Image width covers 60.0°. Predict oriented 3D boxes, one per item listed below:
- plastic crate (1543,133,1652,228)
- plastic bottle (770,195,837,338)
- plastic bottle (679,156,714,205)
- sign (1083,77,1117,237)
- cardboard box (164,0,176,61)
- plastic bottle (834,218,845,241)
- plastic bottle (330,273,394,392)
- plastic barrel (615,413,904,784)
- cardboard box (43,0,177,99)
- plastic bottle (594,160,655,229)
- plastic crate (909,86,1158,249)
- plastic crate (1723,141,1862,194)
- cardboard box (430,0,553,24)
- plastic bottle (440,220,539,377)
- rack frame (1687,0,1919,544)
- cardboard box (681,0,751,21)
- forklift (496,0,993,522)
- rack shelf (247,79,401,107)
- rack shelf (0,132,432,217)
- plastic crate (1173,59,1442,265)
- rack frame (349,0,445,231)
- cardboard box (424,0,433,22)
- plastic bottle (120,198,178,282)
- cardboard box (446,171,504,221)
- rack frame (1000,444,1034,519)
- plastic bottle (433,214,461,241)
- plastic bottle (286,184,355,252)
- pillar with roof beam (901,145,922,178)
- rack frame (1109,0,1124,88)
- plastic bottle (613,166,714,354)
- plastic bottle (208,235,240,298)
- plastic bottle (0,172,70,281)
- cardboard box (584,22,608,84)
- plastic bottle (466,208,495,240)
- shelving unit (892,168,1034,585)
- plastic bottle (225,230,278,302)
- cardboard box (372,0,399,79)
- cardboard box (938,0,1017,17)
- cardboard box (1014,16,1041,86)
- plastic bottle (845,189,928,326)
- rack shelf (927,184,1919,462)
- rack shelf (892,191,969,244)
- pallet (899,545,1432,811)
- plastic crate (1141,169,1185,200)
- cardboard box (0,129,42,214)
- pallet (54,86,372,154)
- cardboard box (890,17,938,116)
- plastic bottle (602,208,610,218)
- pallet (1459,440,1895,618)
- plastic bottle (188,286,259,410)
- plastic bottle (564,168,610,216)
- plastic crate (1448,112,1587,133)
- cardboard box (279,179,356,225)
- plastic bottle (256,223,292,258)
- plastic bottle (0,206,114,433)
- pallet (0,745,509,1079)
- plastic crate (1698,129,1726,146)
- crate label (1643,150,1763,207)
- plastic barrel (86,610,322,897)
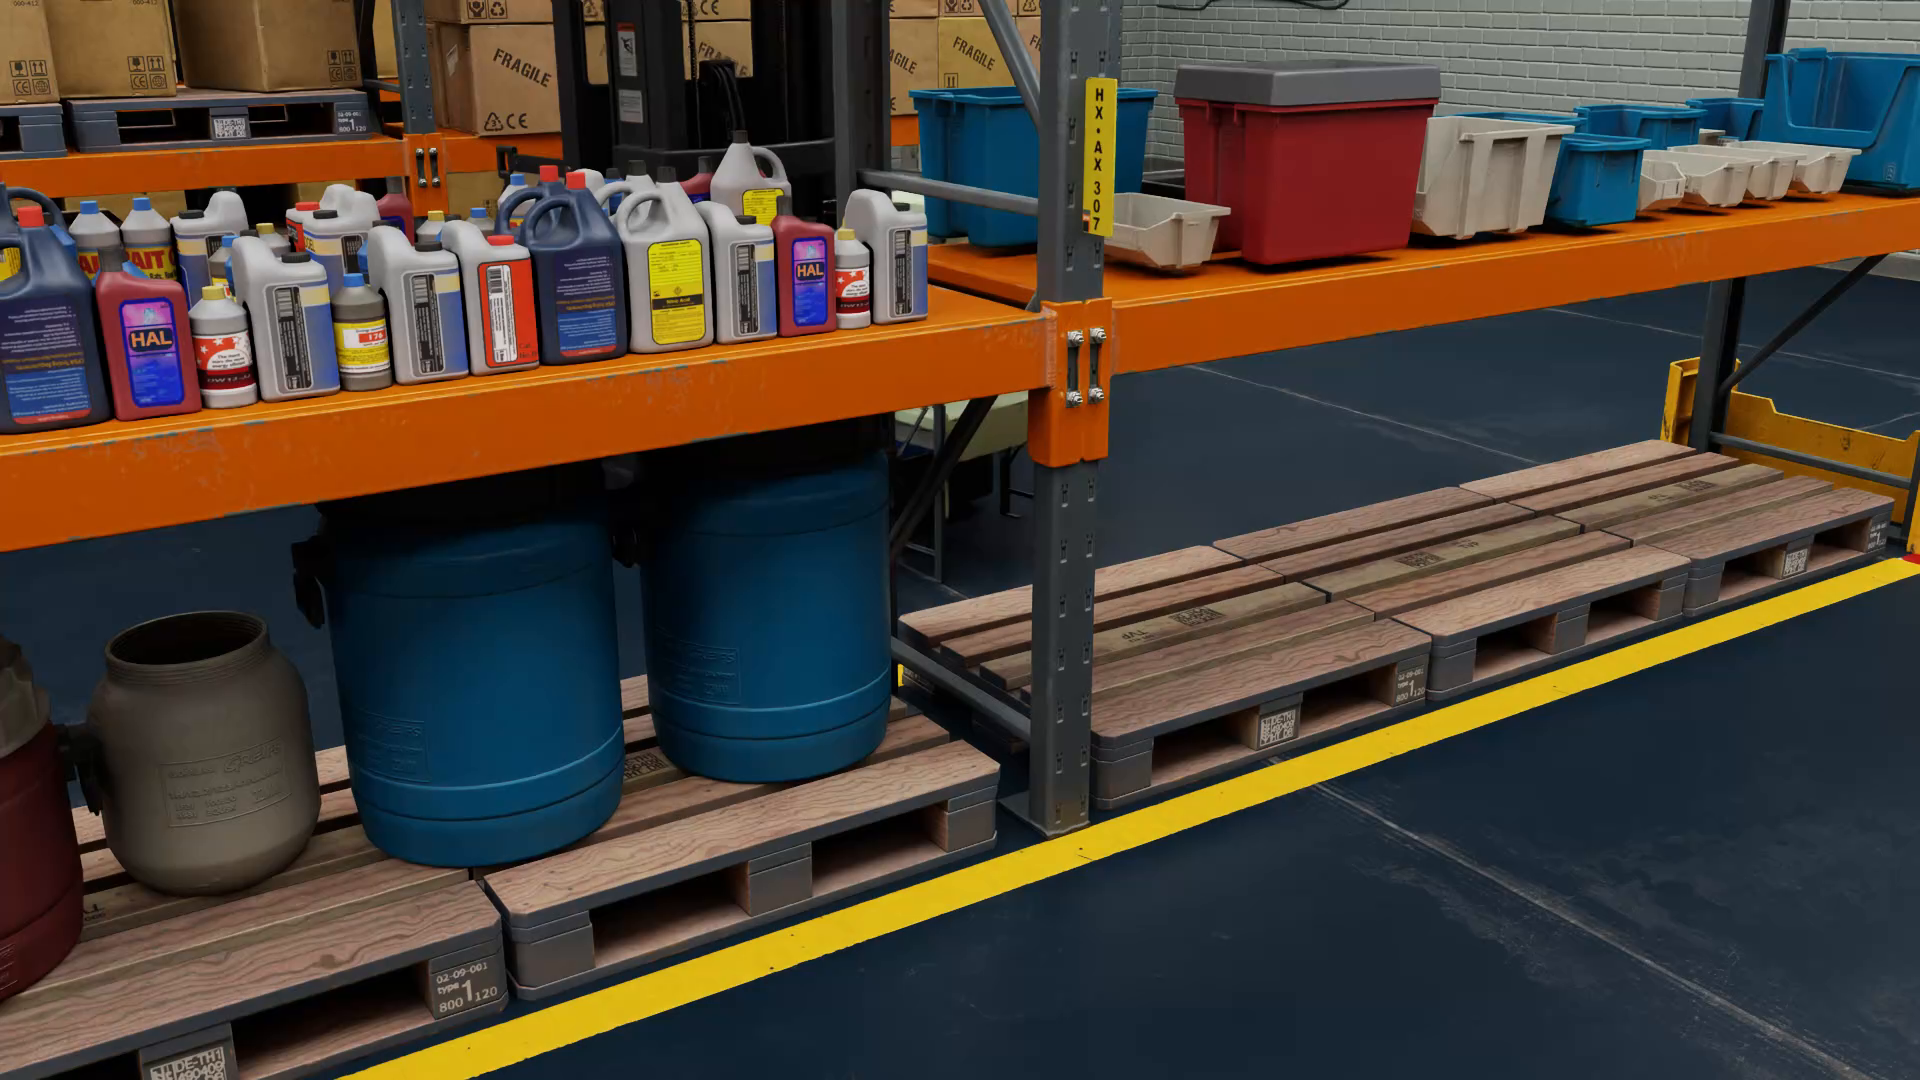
[{"bbox_3d":[1.762,-1.053,4.843,0.300,0.233,0.416,-12,22,-31],"label":"plastic crate"},{"bbox_3d":[-0.324,-0.565,3.415,0.133,0.283,0.061,-12,22,-31],"label":"plastic bottle"},{"bbox_3d":[-0.657,-0.800,4.110,0.133,0.283,0.061,-12,22,-31],"label":"plastic bottle"},{"bbox_3d":[0.296,-0.813,3.534,0.005,0.325,0.100,-12,22,-31],"label":"sign"},{"bbox_3d":[-5.700,-3.528,11.346,0.500,0.500,0.500,-12,22,-32],"label":"cardboard box"},{"bbox_3d":[-0.240,-0.609,3.674,0.097,0.201,0.097,0,19,0],"label":"plastic bottle"},{"bbox_3d":[-1.076,-0.375,2.980,0.097,0.201,0.097,0,19,0],"label":"plastic bottle"},{"bbox_3d":[-0.468,0.057,4.013,0.708,0.901,0.600,-12,22,-31],"label":"plastic barrel"},{"bbox_3d":[-3.784,-2.240,7.374,0.500,0.500,0.700,-8,20,-23],"label":"cardboard box"},{"bbox_3d":[-0.672,-0.595,3.399,0.185,0.351,0.144,-12,22,-31],"label":"plastic bottle"},{"bbox_3d":[0.198,-1.024,4.521,0.575,0.384,0.392,-12,22,-31],"label":"plastic crate"},{"bbox_3d":[2.755,-1.245,5.563,0.243,0.136,0.396,-12,22,-31],"label":"plastic crate"},{"bbox_3d":[-2.177,-2.684,7.782,0.500,0.500,0.500,-11,22,-30],"label":"cardboard box"},{"bbox_3d":[-0.882,-0.462,3.120,0.135,0.276,0.152,-12,22,-31],"label":"plastic bottle"},{"bbox_3d":[3.336,-1.534,6.099,0.127,3.000,1.000,-12,22,-31],"label":"rack frame"},{"bbox_3d":[-1.317,-2.865,8.319,0.500,0.500,0.500,-13,22,-33],"label":"cardboard box"},{"bbox_3d":[-1.281,-1.731,6.789,3.031,2.935,1.130,17,25,41],"label":"forklift"},{"bbox_3d":[-3.783,-3.491,13.010,4.000,0.370,1.077,-12,22,-31],"label":"rack shelf"},{"bbox_3d":[-4.396,-1.462,7.009,4.000,0.370,1.077,-12,22,-31],"label":"rack shelf"},{"bbox_3d":[0.879,-0.978,4.261,0.583,0.464,0.402,-12,22,-31],"label":"plastic crate"},{"bbox_3d":[-2.726,-2.155,7.936,0.127,3.000,1.000,-12,22,-31],"label":"rack frame"},{"bbox_3d":[-2.446,-2.834,8.228,0.500,0.500,0.500,-12,22,-31],"label":"cardboard box"},{"bbox_3d":[-1.680,-0.572,3.453,0.097,0.271,0.097,0,19,0],"label":"plastic bottle"},{"bbox_3d":[-3.921,-2.776,13.019,0.500,0.500,0.700,-11,22,-30],"label":"cardboard box"},{"bbox_3d":[0.308,-0.770,6.180,0.400,1.500,0.023,17,25,41],"label":"rack frame"},{"bbox_3d":[-0.966,-0.489,3.210,0.097,0.271,0.097,0,19,0],"label":"plastic bottle"},{"bbox_3d":[-1.374,-0.628,3.612,0.135,0.276,0.152,-12,22,-31],"label":"plastic bottle"},{"bbox_3d":[2.034,-6.581,11.661,0.400,9.000,9.100,-12,22,-31],"label":"pillar with roof beam"},{"bbox_3d":[0.615,-2.860,10.020,0.127,3.000,1.000,-12,22,-31],"label":"rack frame"},{"bbox_3d":[-0.592,-0.557,3.285,0.185,0.351,0.144,-12,22,-31],"label":"plastic bottle"},{"bbox_3d":[-1.484,-0.522,3.414,0.097,0.201,0.097,0,19,0],"label":"plastic bottle"},{"bbox_3d":[-1.866,-0.561,3.298,0.185,0.351,0.144,-12,22,-31],"label":"plastic bottle"},{"bbox_3d":[-1.724,-2.310,8.239,0.500,0.500,0.500,-11,22,-30],"label":"cardboard box"},{"bbox_3d":[-1.099,-0.661,3.826,0.097,0.201,0.097,0,19,0],"label":"plastic bottle"},{"bbox_3d":[0.054,-0.685,5.930,0.431,1.500,0.755,17,25,41],"label":"shelving unit"},{"bbox_3d":[-1.272,-0.425,3.019,0.097,0.271,0.097,0,19,0],"label":"plastic bottle"},{"bbox_3d":[-4.379,-3.840,12.450,0.700,0.700,0.980,-13,22,-33],"label":"cardboard box"},{"bbox_3d":[-0.027,-3.139,9.130,0.500,0.500,0.500,-11,22,-30],"label":"cardboard box"},{"bbox_3d":[0.391,-2.755,9.555,0.500,0.500,0.500,-11,22,-30],"label":"cardboard box"},{"bbox_3d":[-0.156,-0.615,3.573,0.135,0.276,0.152,-12,22,-31],"label":"plastic bottle"},{"bbox_3d":[1.666,-0.841,5.172,4.000,0.370,1.077,-12,22,-31],"label":"rack shelf"},{"bbox_3d":[0.054,-1.055,5.805,0.431,0.370,0.720,17,25,41],"label":"rack shelf"},{"bbox_3d":[0.588,0.352,4.875,1.213,0.211,1.003,-12,22,-31],"label":"pallet"},{"bbox_3d":[0.783,-0.997,4.845,0.590,0.125,0.437,-12,22,-31],"label":"plastic crate"},{"bbox_3d":[-6.665,-2.353,11.223,0.750,0.750,0.750,-11,22,-30],"label":"cardboard box"},{"bbox_3d":[-3.453,-1.952,7.636,1.213,0.211,1.003,-12,22,-31],"label":"pallet"},{"bbox_3d":[-0.460,-2.576,9.026,0.500,0.500,0.500,-12,22,-31],"label":"cardboard box"},{"bbox_3d":[-0.822,-0.661,3.827,0.097,0.201,0.097,0,19,0],"label":"plastic bottle"},{"bbox_3d":[2.626,-0.078,6.146,1.213,0.211,1.003,-12,22,-31],"label":"pallet"},{"bbox_3d":[-1.270,-0.334,2.859,0.097,0.201,0.097,0,19,0],"label":"plastic bottle"},{"bbox_3d":[-0.906,-0.727,3.904,0.135,0.276,0.152,-12,22,-31],"label":"plastic bottle"},{"bbox_3d":[1.849,-1.296,5.562,0.300,0.233,0.416,-12,22,-31],"label":"plastic crate"},{"bbox_3d":[-4.772,-2.598,12.494,0.500,0.500,0.700,-12,22,-31],"label":"cardboard box"},{"bbox_3d":[-1.486,-0.579,3.585,0.097,0.201,0.097,0,19,0],"label":"plastic bottle"},{"bbox_3d":[-1.512,-0.363,2.711,0.185,0.351,0.144,-12,22,-31],"label":"plastic bottle"},{"bbox_3d":[-1.692,0.833,3.453,1.213,0.211,1.003,-12,22,-31],"label":"pallet"},{"bbox_3d":[2.635,-1.448,6.161,0.298,0.136,0.250,-12,22,-31],"label":"plastic crate"},{"bbox_3d":[2.286,-1.143,5.259,0.243,0.136,0.396,-12,22,-31],"label":"crate label"},{"bbox_3d":[-1.580,0.442,3.483,0.421,0.512,0.421,0,19,0],"label":"plastic barrel"}]
